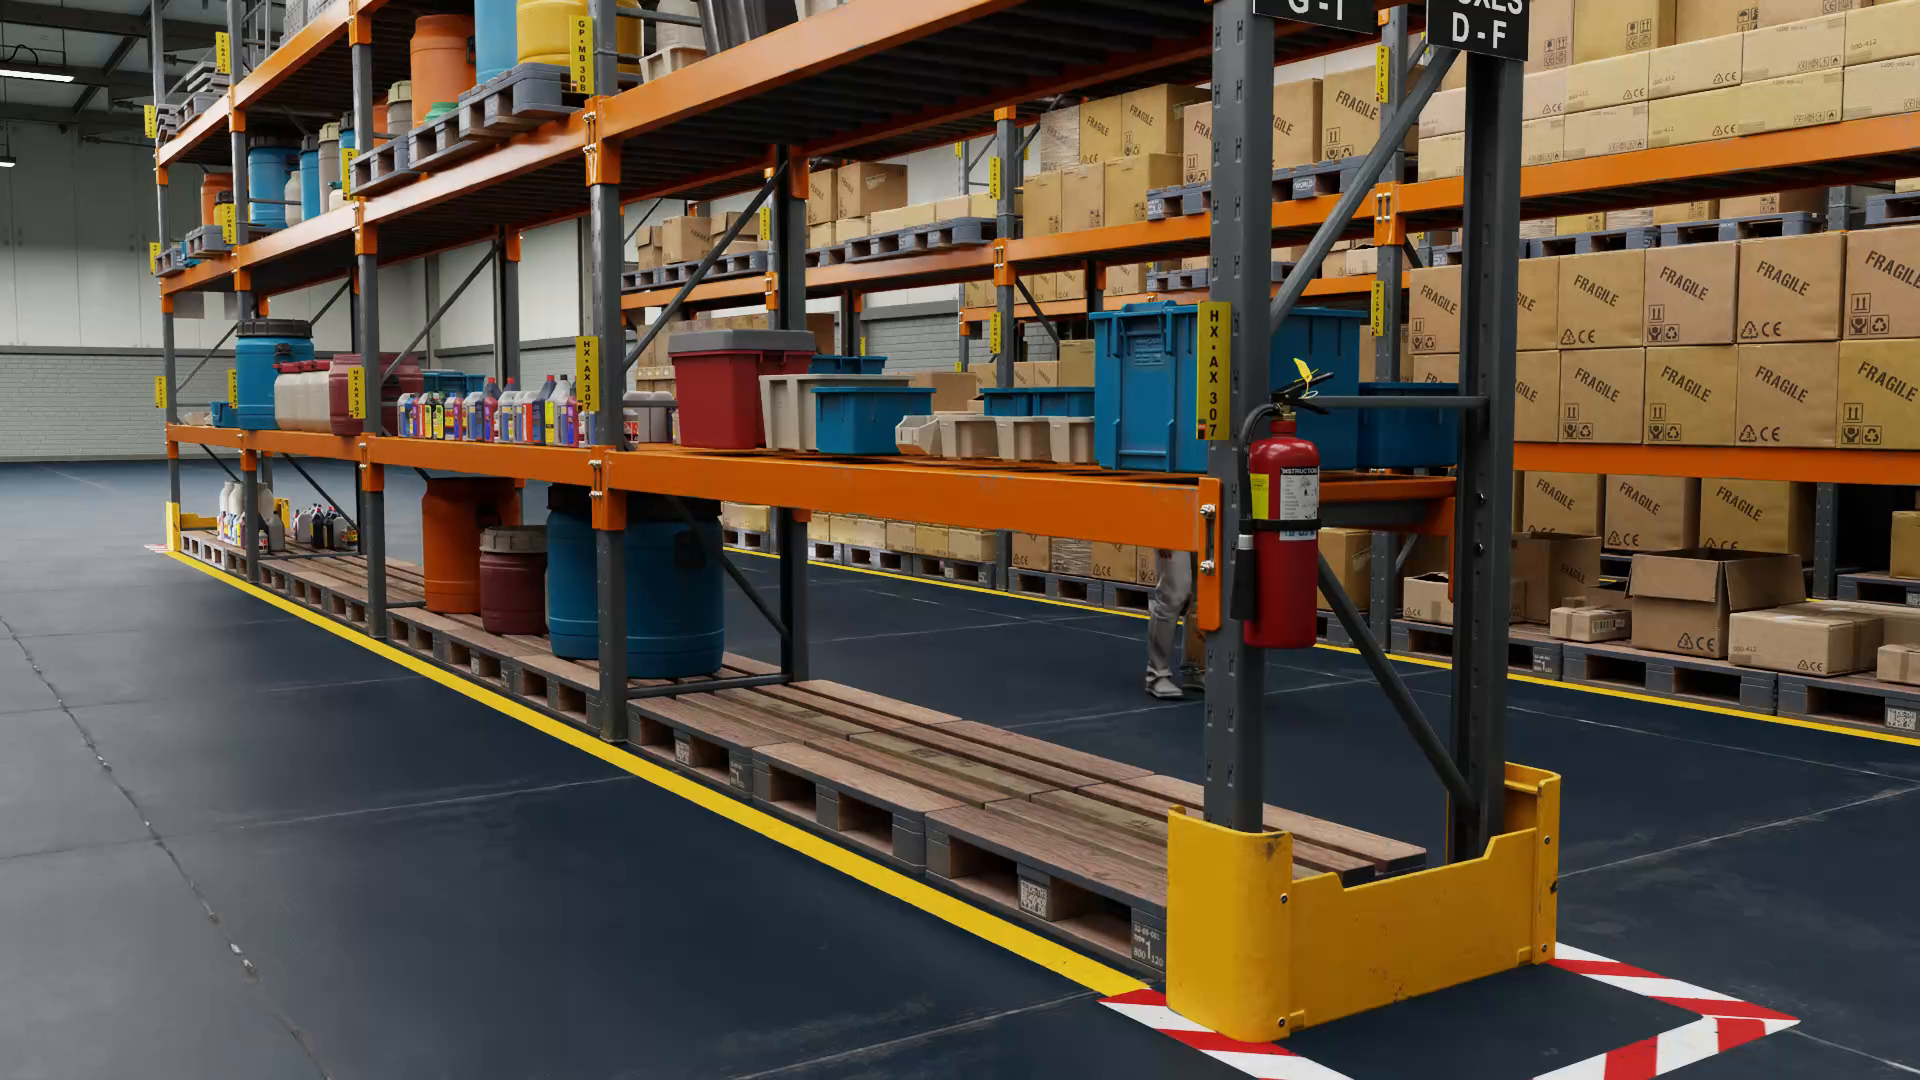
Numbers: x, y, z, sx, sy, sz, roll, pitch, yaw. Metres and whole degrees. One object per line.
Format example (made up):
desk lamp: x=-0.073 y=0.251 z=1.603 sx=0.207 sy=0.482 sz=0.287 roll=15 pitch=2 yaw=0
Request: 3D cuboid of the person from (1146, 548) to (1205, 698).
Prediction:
person: x=1.193 y=-0.076 z=8.666 sx=0.601 sy=1.759 sz=0.443 roll=-3 pitch=6 yaw=-36
